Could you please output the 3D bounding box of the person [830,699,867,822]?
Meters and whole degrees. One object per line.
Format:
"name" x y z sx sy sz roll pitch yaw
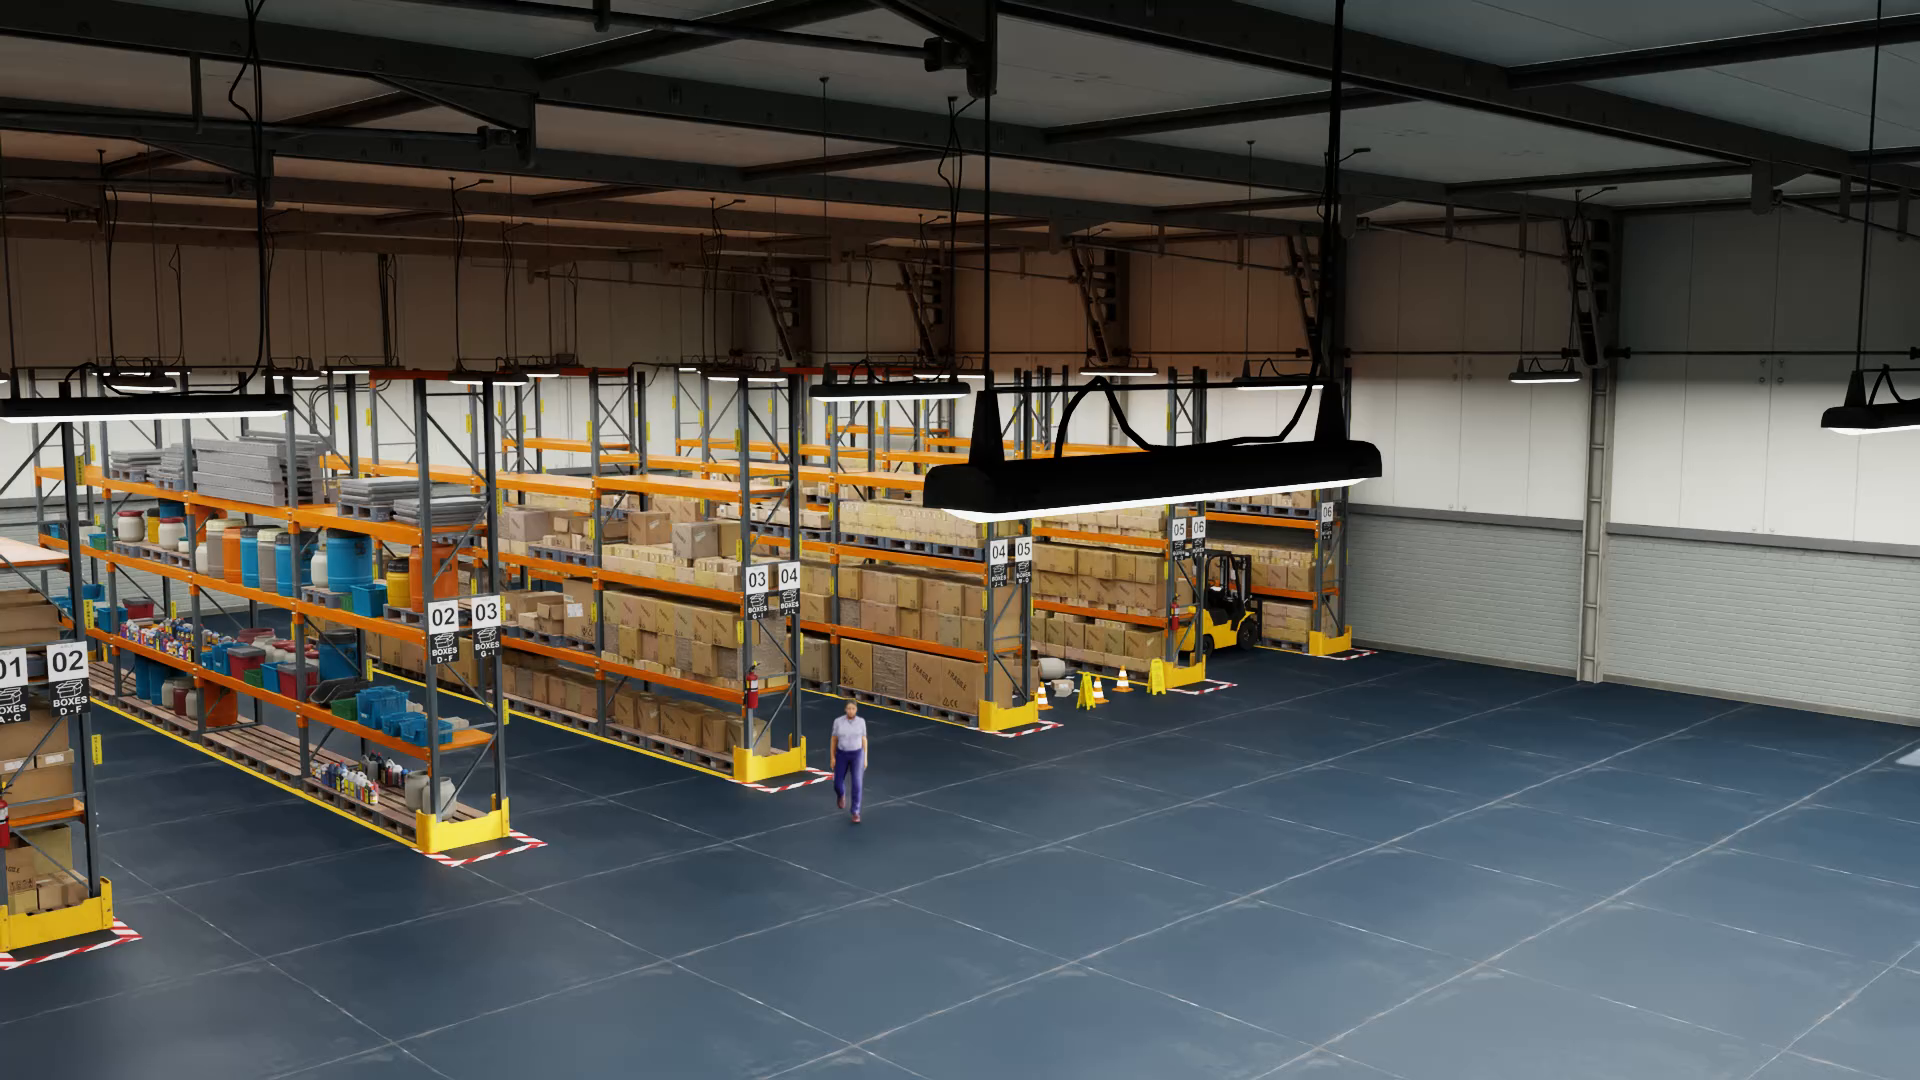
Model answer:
"person" -1.513 2.961 22.612 0.508 1.629 0.734 -1 6 -7
